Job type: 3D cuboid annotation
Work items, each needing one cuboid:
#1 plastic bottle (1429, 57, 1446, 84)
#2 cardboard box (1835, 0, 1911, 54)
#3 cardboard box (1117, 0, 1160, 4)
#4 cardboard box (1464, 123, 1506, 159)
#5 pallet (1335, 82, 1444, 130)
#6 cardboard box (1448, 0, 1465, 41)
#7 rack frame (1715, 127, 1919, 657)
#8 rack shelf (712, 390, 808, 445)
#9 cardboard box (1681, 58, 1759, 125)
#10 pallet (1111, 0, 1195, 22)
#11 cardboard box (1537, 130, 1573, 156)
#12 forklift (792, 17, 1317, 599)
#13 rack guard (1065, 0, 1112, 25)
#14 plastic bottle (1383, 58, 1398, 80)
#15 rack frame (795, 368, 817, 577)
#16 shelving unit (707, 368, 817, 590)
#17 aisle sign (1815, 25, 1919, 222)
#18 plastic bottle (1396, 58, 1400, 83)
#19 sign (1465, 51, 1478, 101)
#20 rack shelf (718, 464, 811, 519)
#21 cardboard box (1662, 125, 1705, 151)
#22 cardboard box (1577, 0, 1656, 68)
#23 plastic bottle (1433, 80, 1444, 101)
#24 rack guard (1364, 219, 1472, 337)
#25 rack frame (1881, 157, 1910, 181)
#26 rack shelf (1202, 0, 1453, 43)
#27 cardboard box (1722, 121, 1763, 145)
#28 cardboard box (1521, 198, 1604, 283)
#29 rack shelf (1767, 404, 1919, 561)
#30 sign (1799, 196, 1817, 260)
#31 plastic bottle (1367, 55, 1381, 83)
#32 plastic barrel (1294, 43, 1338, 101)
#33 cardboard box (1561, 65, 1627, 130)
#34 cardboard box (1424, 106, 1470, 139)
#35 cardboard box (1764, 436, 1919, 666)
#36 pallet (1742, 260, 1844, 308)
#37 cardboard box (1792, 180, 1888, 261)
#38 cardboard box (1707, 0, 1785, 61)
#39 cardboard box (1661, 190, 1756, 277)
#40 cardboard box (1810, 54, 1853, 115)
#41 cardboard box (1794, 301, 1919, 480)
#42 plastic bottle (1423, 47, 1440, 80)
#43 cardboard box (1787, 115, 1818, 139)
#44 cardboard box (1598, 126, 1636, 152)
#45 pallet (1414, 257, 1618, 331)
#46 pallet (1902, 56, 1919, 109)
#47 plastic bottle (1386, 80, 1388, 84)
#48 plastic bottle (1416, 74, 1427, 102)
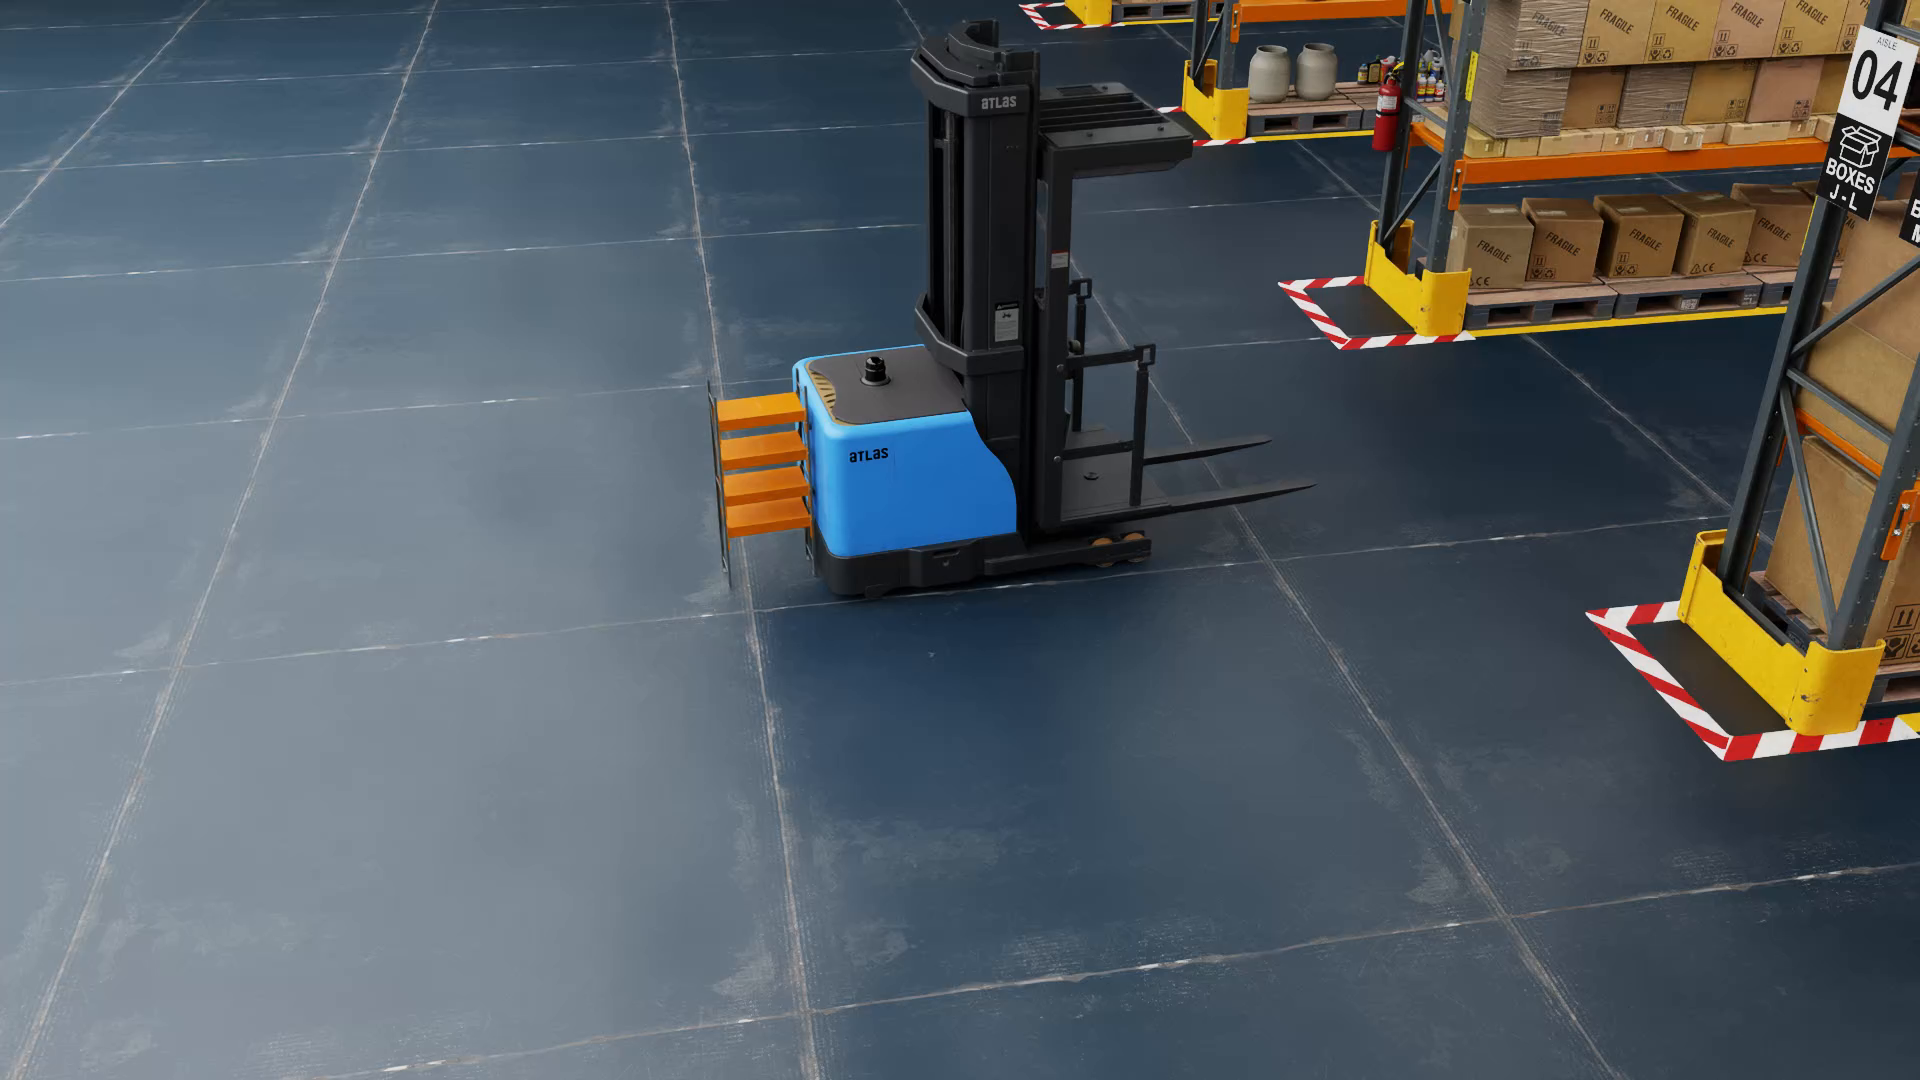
[{"bbox_3d":[5.063,-4.965,17.601,0.135,0.276,0.152,-5,31,-9],"label":"plastic bottle"},{"bbox_3d":[6.491,-3.852,12.077,0.500,0.500,0.500,-5,31,-9],"label":"cardboard box"},{"bbox_3d":[2.228,-6.982,21.078,0.500,0.250,0.500,-5,31,-9],"label":"cardboard box"},{"bbox_3d":[3.765,-2.908,12.098,0.250,0.149,0.380,-5,31,-9],"label":"cardboard box"},{"bbox_3d":[4.613,-4.588,17.458,1.213,0.211,1.003,-5,31,-9],"label":"pallet"},{"bbox_3d":[3.938,-3.884,12.133,0.500,0.500,0.500,-5,31,-9],"label":"cardboard box"},{"bbox_3d":[4.235,-0.627,7.971,0.127,3.000,1.000,-5,31,-9],"label":"rack frame"},{"bbox_3d":[-1.094,-0.670,9.044,0.480,0.148,0.258,-9,32,-14],"label":"rack shelf"},{"bbox_3d":[5.451,-3.486,12.442,0.500,0.500,0.875,-5,31,-9],"label":"cardboard box"},{"bbox_3d":[2.406,-6.937,21.453,1.213,0.211,1.003,-5,31,-9],"label":"pallet"},{"bbox_3d":[4.263,-2.936,12.146,0.250,0.149,0.380,-5,31,-9],"label":"cardboard box"},{"bbox_3d":[0.605,-1.354,9.276,3.031,2.935,1.130,-9,32,-14],"label":"forklift"},{"bbox_3d":[1.637,-6.968,21.222,0.348,0.500,1.175,-5,31,-9],"label":"rack guard"},{"bbox_3d":[4.550,-4.939,17.551,0.133,0.283,0.061,-5,31,-9],"label":"plastic bottle"},{"bbox_3d":[-0.860,-0.366,9.303,0.015,1.200,0.240,-9,32,-14],"label":"rack frame"},{"bbox_3d":[-1.094,-0.331,9.243,0.503,1.200,0.258,-9,32,-14],"label":"shelving unit"},{"bbox_3d":[4.112,-1.890,7.555,0.004,0.787,0.394,-5,31,-9],"label":"aisle sign"},{"bbox_3d":[4.666,-5.002,17.665,0.135,0.276,0.152,-6,31,-10],"label":"plastic bottle"},{"bbox_3d":[3.539,-3.211,11.513,0.005,0.325,0.100,-5,31,-9],"label":"sign"},{"bbox_3d":[-1.094,-0.273,9.278,0.480,0.148,0.258,-9,32,-14],"label":"rack shelf"},{"bbox_3d":[5.258,-2.996,12.248,0.250,0.149,0.380,-5,31,-9],"label":"cardboard box"},{"bbox_3d":[4.525,-3.668,11.764,0.500,0.500,0.500,-5,31,-9],"label":"cardboard box"},{"bbox_3d":[4.922,-4.621,17.091,0.097,0.201,0.097,0,30,0],"label":"plastic bottle"},{"bbox_3d":[3.516,-2.038,12.837,0.348,0.500,1.175,-5,31,-9],"label":"rack guard"},{"bbox_3d":[7.376,-3.474,12.813,0.127,3.000,1.000,-5,31,-9],"label":"rack frame"},{"bbox_3d":[4.517,-5.451,16.885,4.000,0.370,1.077,-5,31,-9],"label":"rack shelf"},{"bbox_3d":[5.739,-3.070,12.374,0.250,0.149,0.380,-5,31,-9],"label":"cardboard box"},{"bbox_3d":[4.641,-2.333,12.924,0.500,0.500,0.500,2,31,4],"label":"cardboard box"},{"bbox_3d":[6.203,-0.499,8.464,4.000,0.370,1.077,-5,31,-9],"label":"rack shelf"},{"bbox_3d":[4.151,-1.500,8.079,0.005,0.325,0.100,-5,31,-9],"label":"sign"},{"bbox_3d":[4.389,-5.003,17.659,0.133,0.283,0.061,-5,31,-8],"label":"plastic bottle"},{"bbox_3d":[3.676,-4.831,17.161,0.421,0.512,0.421,0,30,0],"label":"plastic barrel"},{"bbox_3d":[4.458,-3.422,12.333,0.500,0.500,0.875,-5,31,-9],"label":"cardboard box"},{"bbox_3d":[3.685,-3.129,12.475,0.250,0.149,0.380,-5,31,-9],"label":"cardboard box"},{"bbox_3d":[4.891,0.013,8.564,0.875,0.875,0.875,-5,31,-9],"label":"cardboard box"},{"bbox_3d":[6.722,-2.193,13.386,1.213,0.211,1.003,-5,31,-9],"label":"pallet"},{"bbox_3d":[6.975,-2.561,13.312,0.500,0.500,0.500,-6,31,-10],"label":"cardboard box"},{"bbox_3d":[5.507,-3.763,11.925,0.500,0.500,0.500,-5,31,-9],"label":"cardboard box"},{"bbox_3d":[5.817,-2.409,13.054,0.500,0.500,0.500,-8,31,-13],"label":"cardboard box"},{"bbox_3d":[6.424,-3.607,12.647,0.500,0.500,0.875,-5,31,-9],"label":"cardboard box"},{"bbox_3d":[4.592,-0.748,8.029,0.550,0.550,0.875,-5,31,-9],"label":"cardboard box"},{"bbox_3d":[5.011,-5.068,17.704,0.185,0.351,0.144,-6,31,-9],"label":"plastic bottle"},{"bbox_3d":[6.218,-3.153,12.515,0.250,0.149,0.380,-5,31,-9],"label":"cardboard box"},{"bbox_3d":[4.752,-2.989,12.236,0.250,0.149,0.380,-5,31,-9],"label":"cardboard box"},{"bbox_3d":[4.322,-1.970,13.007,1.213,0.211,1.003,-5,31,-9],"label":"pallet"},{"bbox_3d":[4.963,-1.954,7.357,1.213,0.211,1.003,-5,31,-9],"label":"pallet"},{"bbox_3d":[4.389,-4.602,16.989,0.097,0.271,0.097,0,30,0],"label":"plastic bottle"},{"bbox_3d":[4.726,-4.633,17.042,0.097,0.271,0.097,0,30,0],"label":"plastic bottle"}]
